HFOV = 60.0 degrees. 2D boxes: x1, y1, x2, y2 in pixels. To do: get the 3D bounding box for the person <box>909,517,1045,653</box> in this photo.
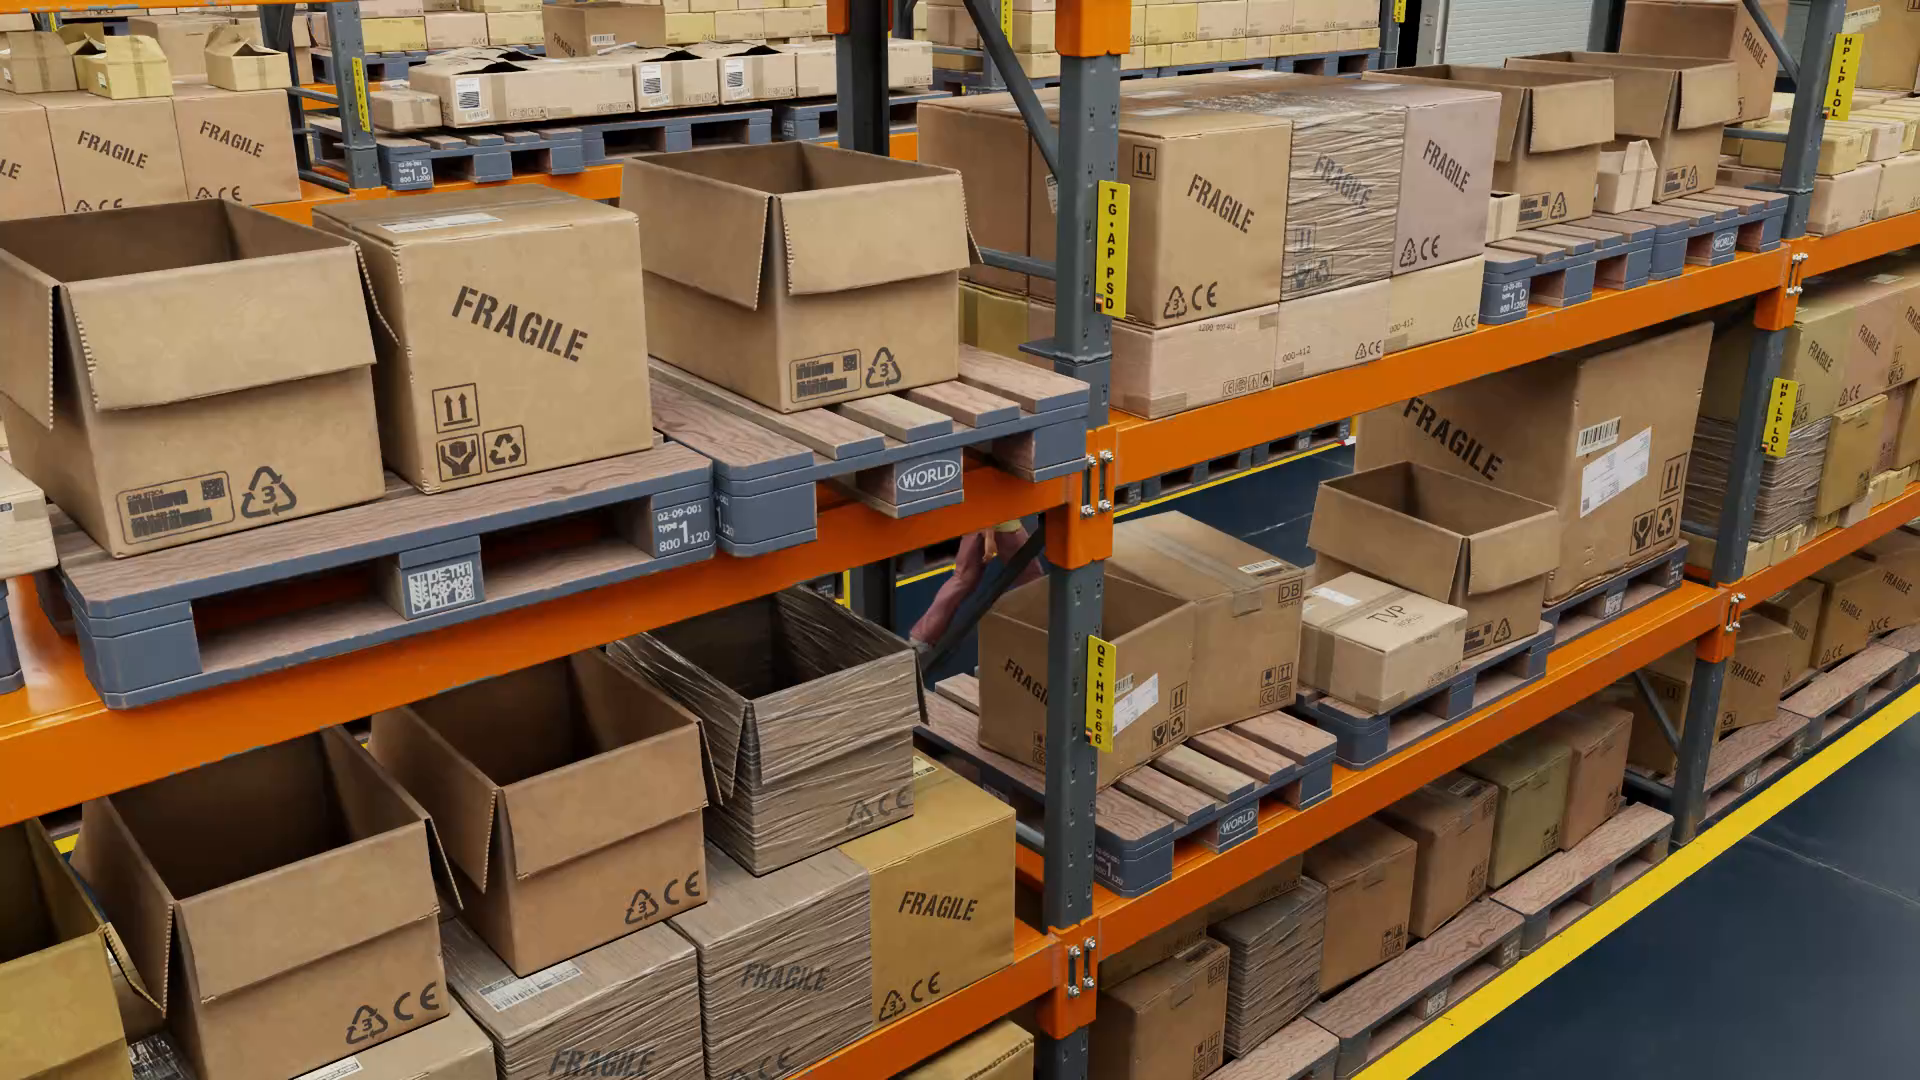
[{"bbox_3d":[0.184,-0.096,9.365,1.047,1.618,0.463,-9,23,-21],"label":"person"}]
